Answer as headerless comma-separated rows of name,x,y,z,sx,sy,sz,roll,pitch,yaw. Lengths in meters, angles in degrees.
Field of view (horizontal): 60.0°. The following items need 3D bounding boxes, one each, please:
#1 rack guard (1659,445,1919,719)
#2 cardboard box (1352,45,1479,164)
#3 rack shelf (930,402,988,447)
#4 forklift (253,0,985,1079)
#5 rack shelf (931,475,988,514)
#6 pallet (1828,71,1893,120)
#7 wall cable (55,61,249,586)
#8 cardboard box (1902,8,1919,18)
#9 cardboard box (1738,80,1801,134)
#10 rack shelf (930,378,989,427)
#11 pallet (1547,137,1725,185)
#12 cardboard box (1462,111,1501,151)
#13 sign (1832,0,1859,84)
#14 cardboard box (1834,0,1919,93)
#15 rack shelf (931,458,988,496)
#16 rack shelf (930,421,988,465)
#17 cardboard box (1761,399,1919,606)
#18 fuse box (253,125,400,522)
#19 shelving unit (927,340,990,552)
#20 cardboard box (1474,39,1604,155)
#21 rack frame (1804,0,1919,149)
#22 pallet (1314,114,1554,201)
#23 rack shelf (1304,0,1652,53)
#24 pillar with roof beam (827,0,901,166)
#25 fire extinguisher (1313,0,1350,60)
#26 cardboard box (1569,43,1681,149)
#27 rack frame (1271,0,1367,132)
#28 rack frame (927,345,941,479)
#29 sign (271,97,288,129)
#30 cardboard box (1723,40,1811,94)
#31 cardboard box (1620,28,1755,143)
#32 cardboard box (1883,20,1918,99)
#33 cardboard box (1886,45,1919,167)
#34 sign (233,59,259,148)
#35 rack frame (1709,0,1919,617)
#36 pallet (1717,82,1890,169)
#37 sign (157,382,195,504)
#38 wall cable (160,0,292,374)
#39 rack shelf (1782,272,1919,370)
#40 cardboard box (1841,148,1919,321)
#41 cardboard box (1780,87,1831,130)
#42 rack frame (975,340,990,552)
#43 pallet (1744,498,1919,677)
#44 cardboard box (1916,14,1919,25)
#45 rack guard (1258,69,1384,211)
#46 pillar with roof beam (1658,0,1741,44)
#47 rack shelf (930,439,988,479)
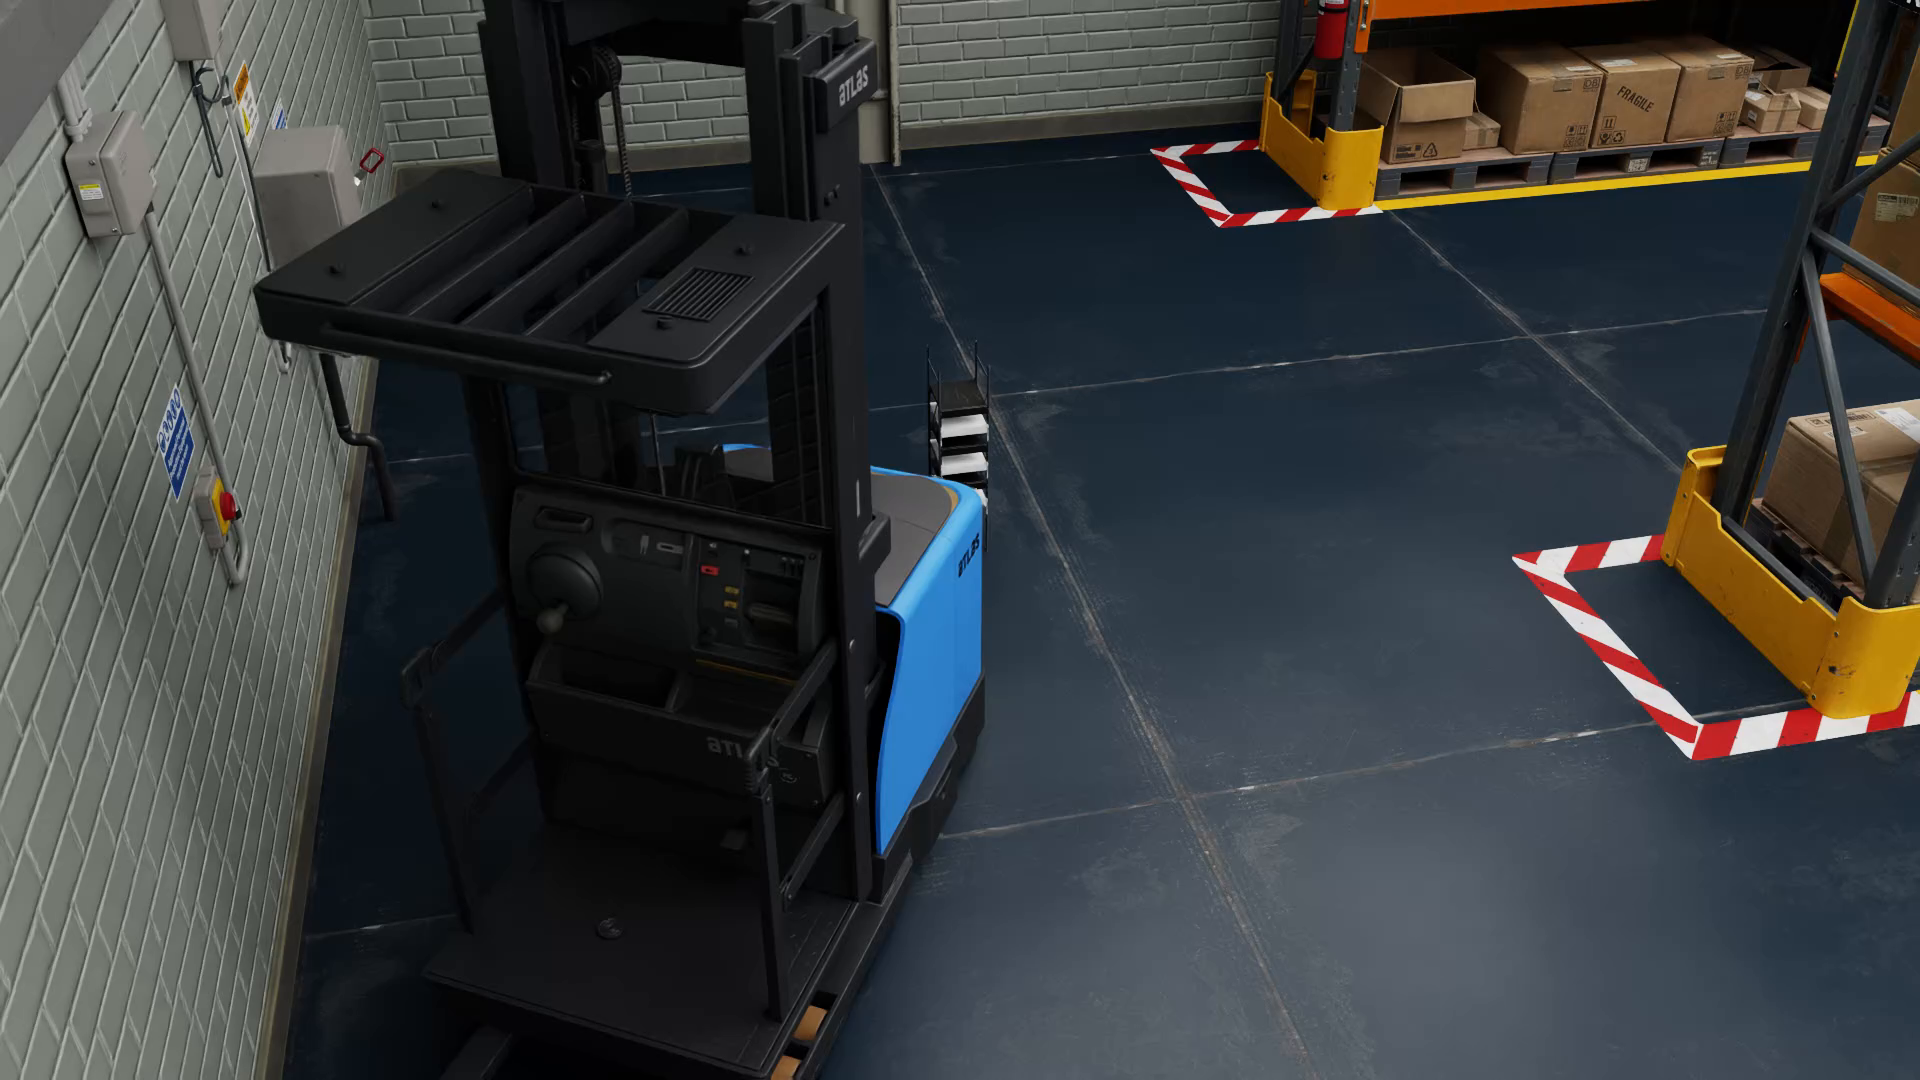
rack guard,3.291,0.135,6.601,0.348,0.500,1.175,-7,35,-11
cardboard box,2.833,-2.765,10.542,0.637,0.503,0.797,-9,35,-12
rack shelf,-0.008,-0.494,6.916,0.200,0.077,0.258,-7,35,-11
forklift,-0.879,0.174,4.360,1.130,2.935,3.031,11,35,16
rack shelf,-0.008,-0.196,7.117,0.200,0.077,0.258,-7,35,-11
pallet,6.902,-3.058,11.617,1.213,0.211,1.003,-7,35,-11
wall cable,-2.180,-0.635,4.565,0.123,1.953,0.585,-7,35,-11
cardboard box,6.413,-3.703,11.360,0.250,0.149,0.380,-9,35,-12
cardboard box,5.290,-2.862,10.900,0.258,0.266,0.396,-6,34,-9
rack shelf,-0.008,-0.569,6.866,0.200,0.077,0.258,-7,35,-11
pallet,4.255,-2.701,11.086,1.213,0.211,1.003,-7,35,-11
cardboard box,3.256,-2.649,10.687,0.250,0.149,0.380,-9,35,-12
sign,3.208,-1.782,5.962,0.005,0.325,0.100,-7,35,-11
cardboard box,6.531,-3.453,11.570,0.500,0.500,0.500,-7,35,-11
rack shelf,-0.008,-0.270,7.066,0.200,0.077,0.258,-7,35,-11
rack shelf,-0.008,-0.420,6.966,0.200,0.077,0.258,-7,35,-11
cardboard box,3.936,-0.152,6.707,0.875,0.438,0.875,-8,35,-12
fuse box,-2.501,-0.825,6.944,0.414,1.711,0.539,-7,35,-11
shelving unit,-0.008,-0.373,6.998,0.210,0.900,0.258,-7,35,-11
cardboard box,3.676,-2.848,10.668,0.500,0.500,0.700,-6,34,-9
rack frame,6.117,-4.095,10.661,0.127,3.000,1.000,-7,35,-11
pallet,3.067,-2.553,10.866,1.213,0.211,1.003,-7,35,-11
rack shelf,4.167,-3.551,10.495,4.000,0.370,1.077,-7,35,-11
pillar with roof beam,0.337,-3.913,5.006,0.400,9.000,9.100,-7,35,-11
fire extinguisher,2.174,-3.147,9.652,0.183,0.674,0.296,-7,35,-11
cardboard box,4.213,-2.858,10.684,0.500,0.500,0.500,-7,34,-10
rack frame,2.216,-3.603,9.928,0.127,3.000,1.000,-7,35,-11
rack frame,-0.107,-0.360,6.979,0.006,0.900,0.240,-7,35,-11
sign,-2.812,-1.564,6.973,0.001,0.494,0.329,-7,35,-11
cardboard box,5.421,-3.200,11.363,0.500,0.311,0.500,-6,34,-9
cardboard box,4.688,-2.975,10.858,0.500,0.500,0.700,-8,35,-12
cardboard box,6.639,-3.169,11.147,0.500,0.500,0.500,-6,34,-8
cardboard box,3.732,-1.552,5.883,0.500,0.500,0.500,-6,34,-9
sign,-2.691,-1.647,6.272,0.001,0.242,0.339,-7,35,-11
rack frame,3.314,-0.906,5.908,0.127,3.000,1.000,-7,35,-11
pallet,5.447,-2.853,11.313,1.213,0.211,1.003,-7,35,-11
sign,-2.229,-0.279,4.731,0.001,0.218,0.327,-7,35,-11
wall cable,-2.504,-1.392,5.720,0.122,1.984,0.588,-7,35,-11
rack shelf,5.265,-0.853,6.475,4.000,0.370,1.077,-7,35,-11
cardboard box,3.727,-1.151,6.183,0.500,0.500,0.500,-7,34,-10
cardboard box,5.639,-2.858,10.998,0.250,0.149,0.380,-8,35,-12
rack frame,0.091,-0.385,7.016,0.006,0.900,0.240,-7,35,-11
pallet,4.077,0.111,6.895,1.213,0.211,1.003,-7,35,-11
cardboard box,6.526,-3.400,10.910,0.250,0.149,0.380,-6,34,-8
rack guard,2.290,-2.575,10.638,0.348,0.500,1.175,-7,35,-11
pillar with roof beam,6.189,-4.651,6.105,0.400,9.000,9.100,-7,35,-11
rack shelf,-0.008,-0.345,7.016,0.200,0.077,0.258,-7,35,-11
